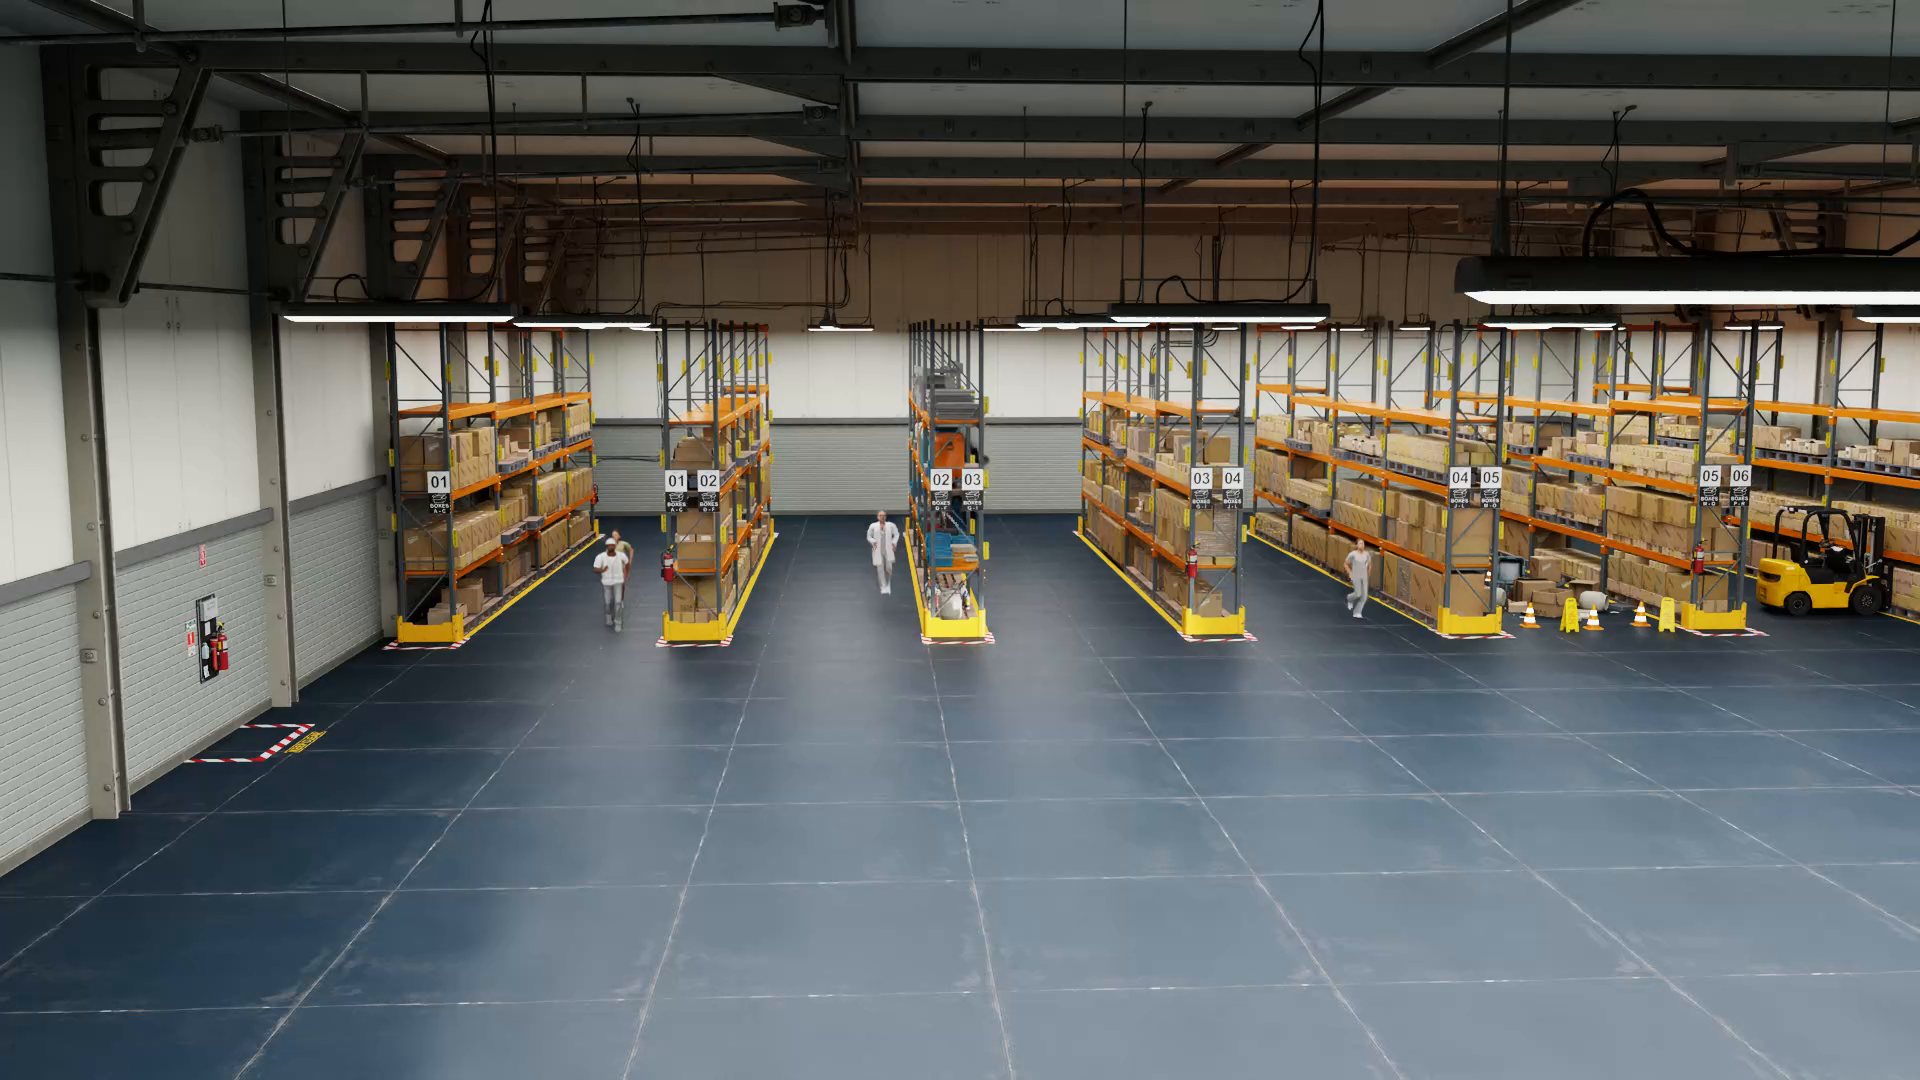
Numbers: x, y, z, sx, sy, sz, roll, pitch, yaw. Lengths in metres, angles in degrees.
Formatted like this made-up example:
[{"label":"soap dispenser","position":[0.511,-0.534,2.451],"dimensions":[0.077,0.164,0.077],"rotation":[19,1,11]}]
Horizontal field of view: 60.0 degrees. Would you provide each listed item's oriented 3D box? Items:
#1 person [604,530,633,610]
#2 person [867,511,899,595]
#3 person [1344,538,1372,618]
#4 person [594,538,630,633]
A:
[{"label":"person","position":[-7.159,0.619,34.840],"dimensions":[0.581,1.675,0.692],"rotation":[-1,7,-5]},{"label":"person","position":[-1.602,0.285,34.782],"dimensions":[0.682,1.793,0.655],"rotation":[-1,7,-4]},{"label":"person","position":[8.077,0.769,33.663],"dimensions":[0.564,1.621,0.569],"rotation":[-1,7,-11]},{"label":"person","position":[-6.739,0.846,32.217],"dimensions":[0.691,1.776,0.944],"rotation":[-2,7,-12]}]
